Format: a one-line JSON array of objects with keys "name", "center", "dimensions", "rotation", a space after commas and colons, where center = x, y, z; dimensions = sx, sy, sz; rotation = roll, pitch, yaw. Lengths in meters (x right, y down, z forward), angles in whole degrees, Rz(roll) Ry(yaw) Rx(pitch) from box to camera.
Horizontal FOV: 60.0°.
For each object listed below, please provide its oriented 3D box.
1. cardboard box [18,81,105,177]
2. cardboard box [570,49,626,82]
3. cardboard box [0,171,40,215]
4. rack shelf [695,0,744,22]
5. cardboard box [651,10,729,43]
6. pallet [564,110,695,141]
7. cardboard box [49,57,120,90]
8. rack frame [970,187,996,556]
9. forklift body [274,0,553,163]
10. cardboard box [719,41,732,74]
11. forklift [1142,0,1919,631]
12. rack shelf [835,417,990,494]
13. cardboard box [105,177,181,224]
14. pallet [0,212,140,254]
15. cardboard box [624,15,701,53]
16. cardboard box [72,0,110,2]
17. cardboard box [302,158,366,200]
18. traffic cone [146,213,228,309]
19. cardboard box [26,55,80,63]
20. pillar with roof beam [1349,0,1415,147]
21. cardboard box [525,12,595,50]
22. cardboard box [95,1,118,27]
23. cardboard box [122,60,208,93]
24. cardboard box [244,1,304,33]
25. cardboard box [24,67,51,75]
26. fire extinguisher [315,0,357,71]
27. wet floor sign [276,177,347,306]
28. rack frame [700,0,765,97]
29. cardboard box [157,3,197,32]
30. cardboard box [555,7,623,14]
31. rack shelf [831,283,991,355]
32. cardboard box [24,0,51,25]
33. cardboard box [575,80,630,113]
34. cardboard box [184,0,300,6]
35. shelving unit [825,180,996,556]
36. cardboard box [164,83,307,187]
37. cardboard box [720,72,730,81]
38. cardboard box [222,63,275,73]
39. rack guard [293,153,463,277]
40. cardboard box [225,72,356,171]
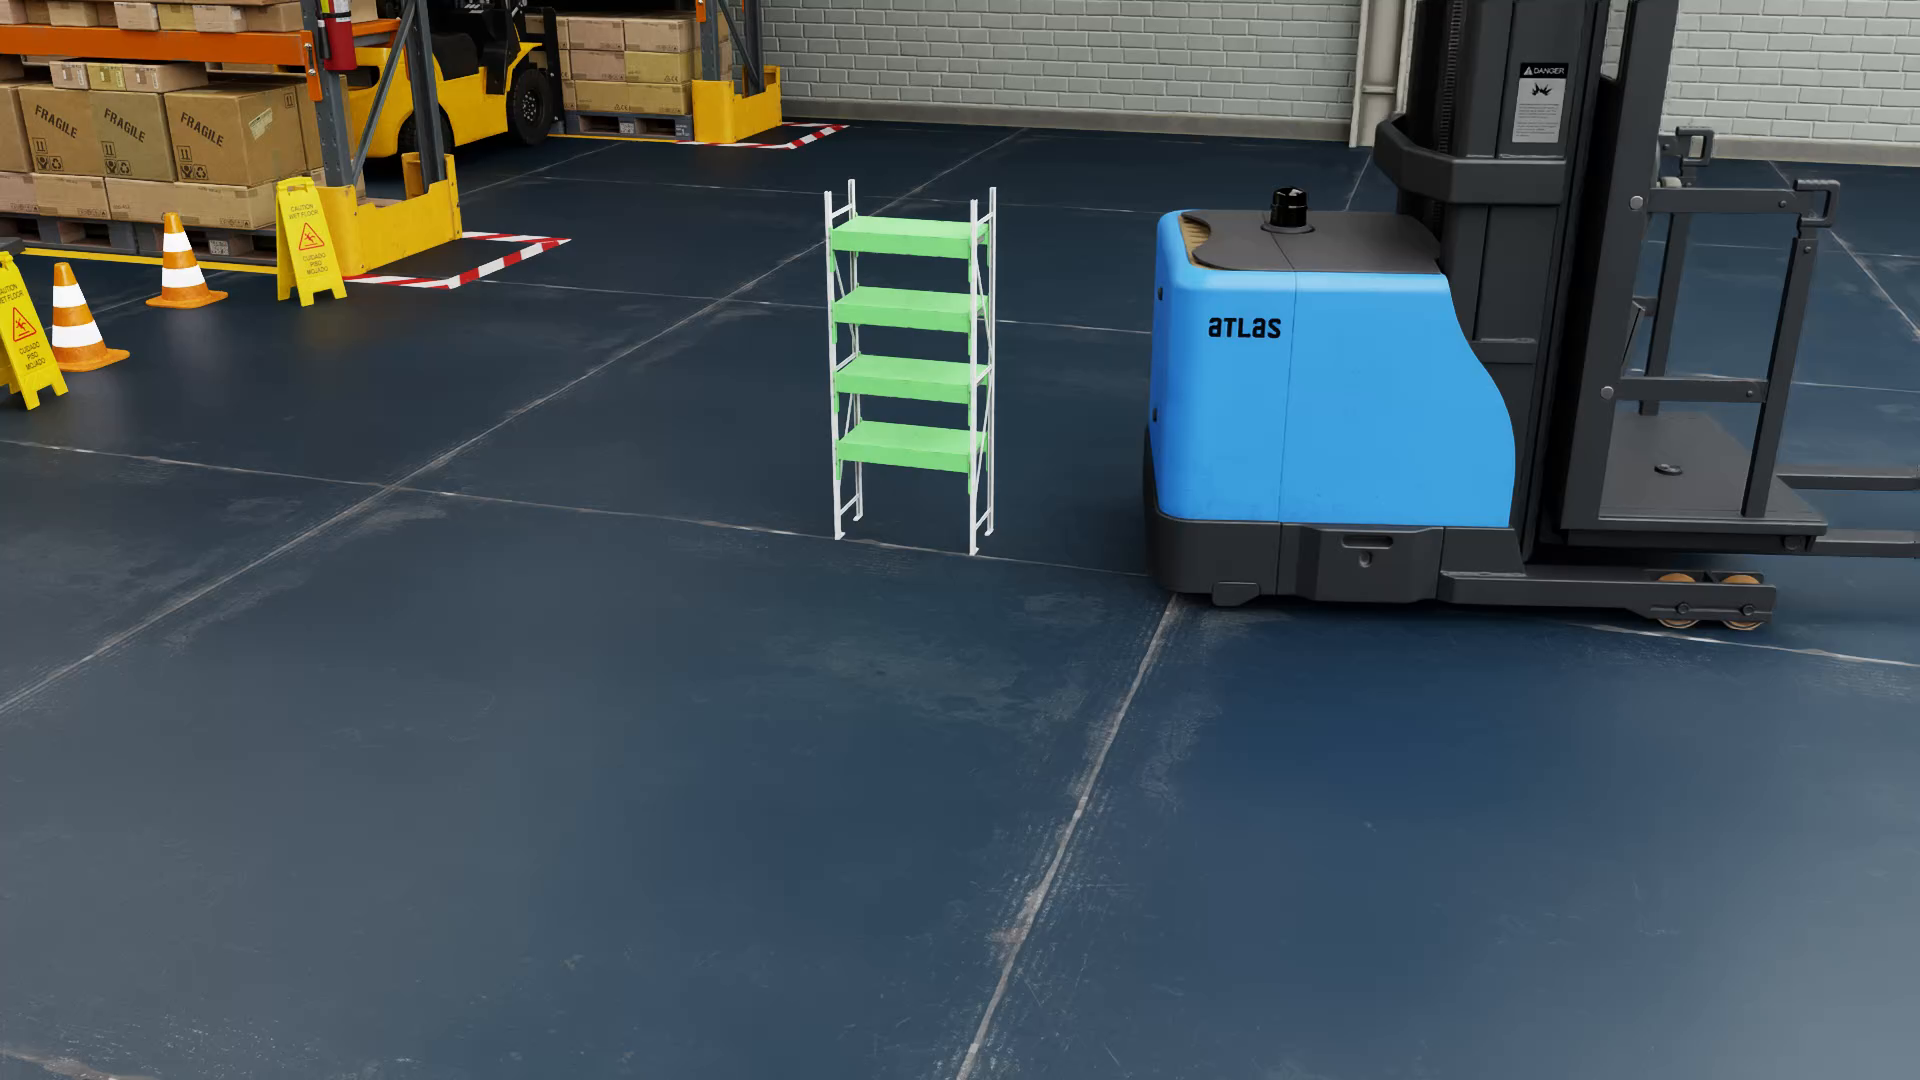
[{"name": "cardboard box", "center": [-5.174, -2.469, 9.919], "dimensions": [0.500, 0.500, 0.500], "rotation": [6, 23, 14]}, {"name": "cardboard box", "center": [-2.953, -4.049, 14.100], "dimensions": [0.500, 0.250, 0.500], "rotation": [6, 23, 15]}, {"name": "cardboard box", "center": [-5.670, -2.179, 10.200], "dimensions": [0.500, 0.250, 0.500], "rotation": [6, 23, 15]}, {"name": "rack shelf", "center": [-3.835, -4.783, 14.427], "dimensions": [4.000, 0.370, 1.077], "rotation": [7, 23, 16]}, {"name": "cardboard box", "center": [-2.325, -4.403, 14.304], "dimensions": [0.500, 0.250, 0.500], "rotation": [6, 23, 15]}, {"name": "pallet", "center": [-2.664, -3.676, 14.452], "dimensions": [1.213, 0.211, 1.003], "rotation": [7, 23, 16]}, {"name": "cardboard box", "center": [-5.055, -2.729, 9.699], "dimensions": [0.250, 0.149, 0.380], "rotation": [8, 23, 18]}, {"name": "rack frame", "center": [0.075, -0.547, 5.521], "dimensions": [0.015, 1.200, 0.240], "rotation": [7, 23, 16]}, {"name": "forklift body", "center": [-4.262, -4.049, 12.808], "dimensions": [1.214, 2.155, 2.313], "rotation": [7, 23, 16]}, {"name": "cardboard box", "center": [-2.310, -4.177, 14.413], "dimensions": [0.500, 0.250, 0.500], "rotation": [7, 23, 16]}, {"name": "forklift", "center": [2.148, -1.288, 5.048], "dimensions": [3.031, 2.935, 1.130], "rotation": [1, 22, 3]}, {"name": "rack shelf", "center": [-0.158, -0.292, 5.702], "dimensions": [0.480, 0.148, 0.258], "rotation": [7, 23, 16]}, {"name": "cardboard box", "center": [-4.695, -2.066, 9.923], "dimensions": [0.500, 0.250, 0.500], "rotation": [7, 23, 16]}, {"name": "pallet", "center": [-5.355, -2.048, 10.484], "dimensions": [1.213, 0.211, 1.003], "rotation": [7, 23, 16]}, {"name": "cardboard box", "center": [-2.451, -4.219, 13.855], "dimensions": [0.500, 0.250, 0.500], "rotation": [7, 23, 17]}, {"name": "cardboard box", "center": [-4.905, -3.349, 9.458], "dimensions": [0.500, 0.500, 0.500], "rotation": [6, 23, 15]}, {"name": "cardboard box", "center": [-4.042, -2.204, 10.261], "dimensions": [0.500, 0.250, 0.500], "rotation": [6, 23, 15]}, {"name": "traffic cone", "center": [-4.134, -1.498, 8.812], "dimensions": [0.334, 0.463, 0.336], "rotation": [7, 23, 16]}, {"name": "cardboard box", "center": [-8.358, -4.727, 15.918], "dimensions": [0.625, 0.625, 0.875], "rotation": [7, 23, 17]}, {"name": "pillar with roof beam", "center": [2.175, -5.854, 8.185], "dimensions": [0.400, 9.000, 9.100], "rotation": [7, 23, 16]}, {"name": "cardboard box", "center": [-3.427, -4.324, 14.112], "dimensions": [0.500, 0.250, 0.500], "rotation": [7, 23, 16]}, {"name": "cardboard box", "center": [-4.744, -3.060, 9.608], "dimensions": [0.250, 0.149, 0.380], "rotation": [7, 23, 16]}, {"name": "cardboard box", "center": [-4.563, -2.671, 9.557], "dimensions": [0.250, 0.149, 0.380], "rotation": [7, 23, 17]}, {"name": "cardboard box", "center": [-3.770, -2.940, 9.316], "dimensions": [0.250, 0.149, 0.380], "rotation": [7, 23, 17]}, {"name": "cardboard box", "center": [-5.559, -2.723, 10.537], "dimensions": [0.500, 0.500, 0.500], "rotation": [8, 24, 18]}, {"name": "fire extinguisher", "center": [-3.374, -2.877, 8.934], "dimensions": [0.183, 0.674, 0.296], "rotation": [7, 23, 16]}, {"name": "wet floor sign", "center": [-3.477, -1.594, 8.806], "dimensions": [0.232, 0.644, 0.267], "rotation": [16, 27, 34]}, {"name": "rack frame", "center": [-1.920, -4.897, 13.756], "dimensions": [0.127, 3.000, 1.000], "rotation": [7, 23, 16]}, {"name": "cardboard box", "center": [-4.284, -2.964, 9.373], "dimensions": [0.250, 0.149, 0.380], "rotation": [6, 23, 15]}, {"name": "cardboard box", "center": [-3.280, -4.515, 14.578], "dimensions": [0.500, 0.250, 0.500], "rotation": [6, 23, 15]}, {"name": "rack shelf", "center": [-0.158, -0.736, 5.520], "dimensions": [0.480, 0.148, 0.258], "rotation": [7, 23, 16]}, {"name": "cardboard box", "center": [-5.228, -3.115, 9.742], "dimensions": [0.250, 0.149, 0.380], "rotation": [7, 23, 16]}, {"name": "cardboard box", "center": [-2.934, -3.814, 14.185], "dimensions": [0.500, 0.250, 0.500], "rotation": [7, 23, 15]}, {"name": "cardboard box", "center": [-3.949, -3.236, 9.184], "dimensions": [0.500, 0.500, 0.500], "rotation": [6, 23, 15]}, {"name": "shelving unit", "center": [-0.158, -0.573, 5.587], "dimensions": [0.503, 1.200, 0.258], "rotation": [7, 23, 16]}, {"name": "cardboard box", "center": [-4.192, -2.355, 9.641], "dimensions": [0.500, 0.500, 0.500], "rotation": [7, 23, 16]}, {"name": "cardboard box", "center": [-2.334, -3.944, 14.502], "dimensions": [0.500, 0.250, 0.500], "rotation": [7, 23, 16]}, {"name": "cardboard box", "center": [-6.252, -4.484, 15.325], "dimensions": [0.625, 0.625, 0.875], "rotation": [8, 24, 18]}, {"name": "rack guard", "center": [-3.423, -1.945, 9.853], "dimensions": [0.348, 0.500, 1.175], "rotation": [7, 23, 16]}, {"name": "cardboard box", "center": [-4.065, -2.554, 10.124], "dimensions": [0.500, 0.500, 0.500], "rotation": [6, 23, 14]}]
